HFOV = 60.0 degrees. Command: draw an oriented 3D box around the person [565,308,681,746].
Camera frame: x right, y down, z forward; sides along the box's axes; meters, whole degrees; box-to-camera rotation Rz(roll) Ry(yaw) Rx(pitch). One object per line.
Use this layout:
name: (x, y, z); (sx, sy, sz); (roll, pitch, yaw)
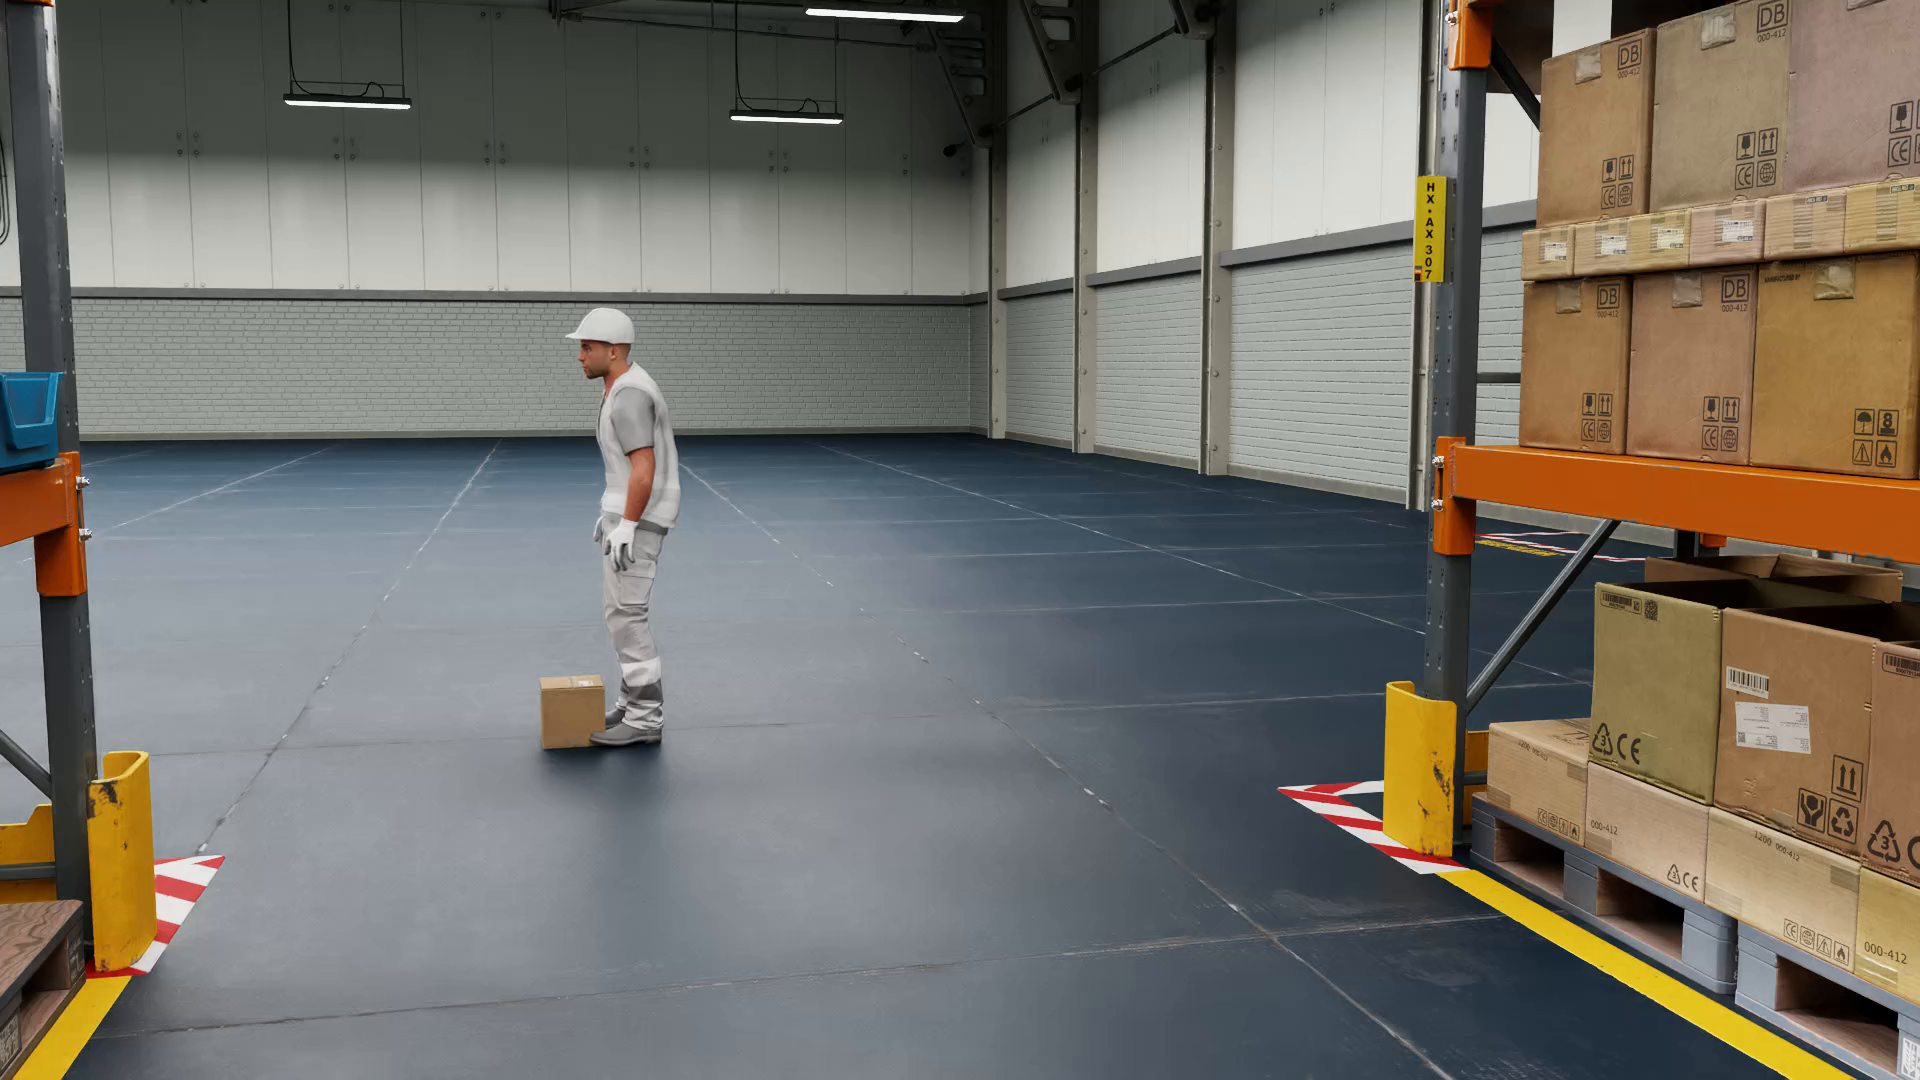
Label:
person: (-1.383, -0.056, 6.848); (0.446, 1.780, 0.623); (-2, 6, -16)
